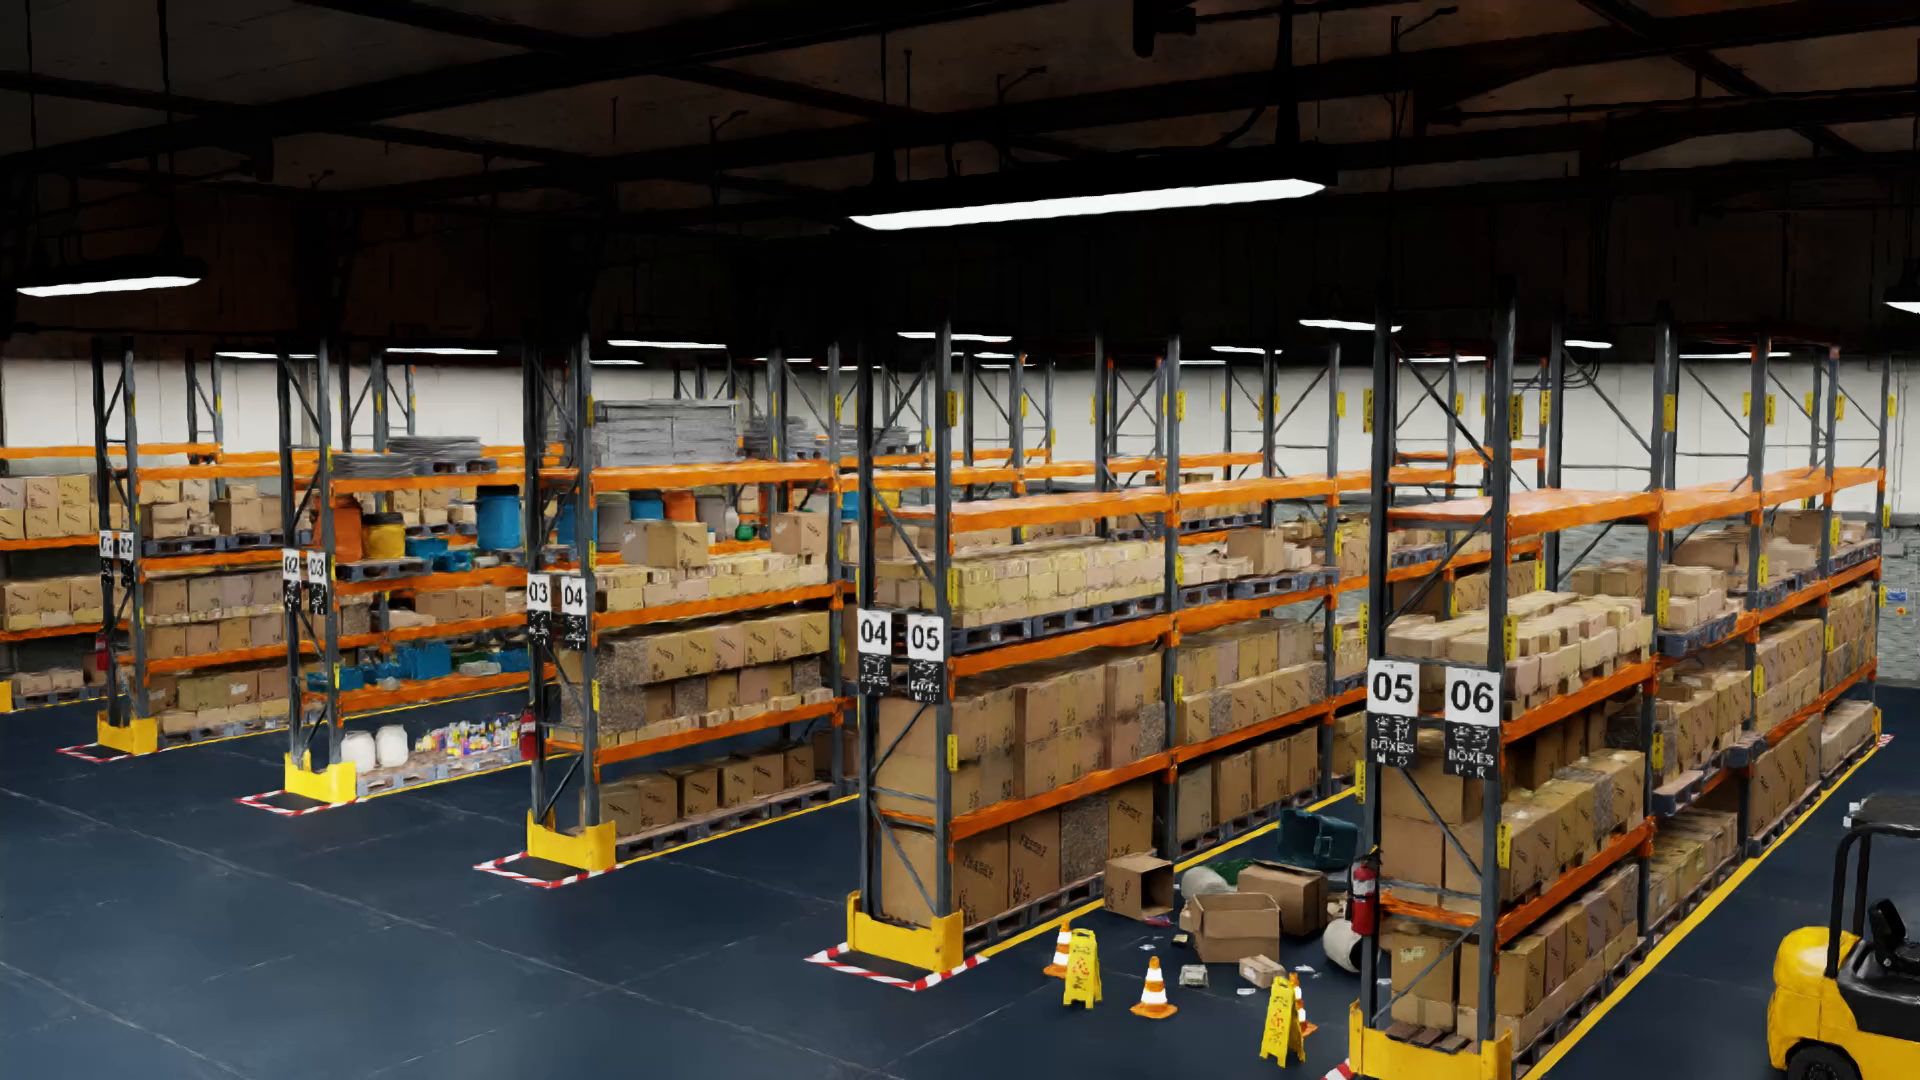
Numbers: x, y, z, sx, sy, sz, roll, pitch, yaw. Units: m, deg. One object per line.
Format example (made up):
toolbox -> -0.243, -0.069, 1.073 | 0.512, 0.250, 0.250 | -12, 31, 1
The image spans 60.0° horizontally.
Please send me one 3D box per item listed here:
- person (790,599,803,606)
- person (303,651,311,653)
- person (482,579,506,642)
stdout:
person -> -2.882, 1.622, 30.851 | 0.729, 1.733, 0.544 | 4, 6, 36
person -> -11.351, 1.843, 28.904 | 0.991, 1.587, 0.443 | -5, 7, -44
person -> -9.242, 1.452, 32.862 | 0.680, 1.709, 0.866 | 5, 7, 42
